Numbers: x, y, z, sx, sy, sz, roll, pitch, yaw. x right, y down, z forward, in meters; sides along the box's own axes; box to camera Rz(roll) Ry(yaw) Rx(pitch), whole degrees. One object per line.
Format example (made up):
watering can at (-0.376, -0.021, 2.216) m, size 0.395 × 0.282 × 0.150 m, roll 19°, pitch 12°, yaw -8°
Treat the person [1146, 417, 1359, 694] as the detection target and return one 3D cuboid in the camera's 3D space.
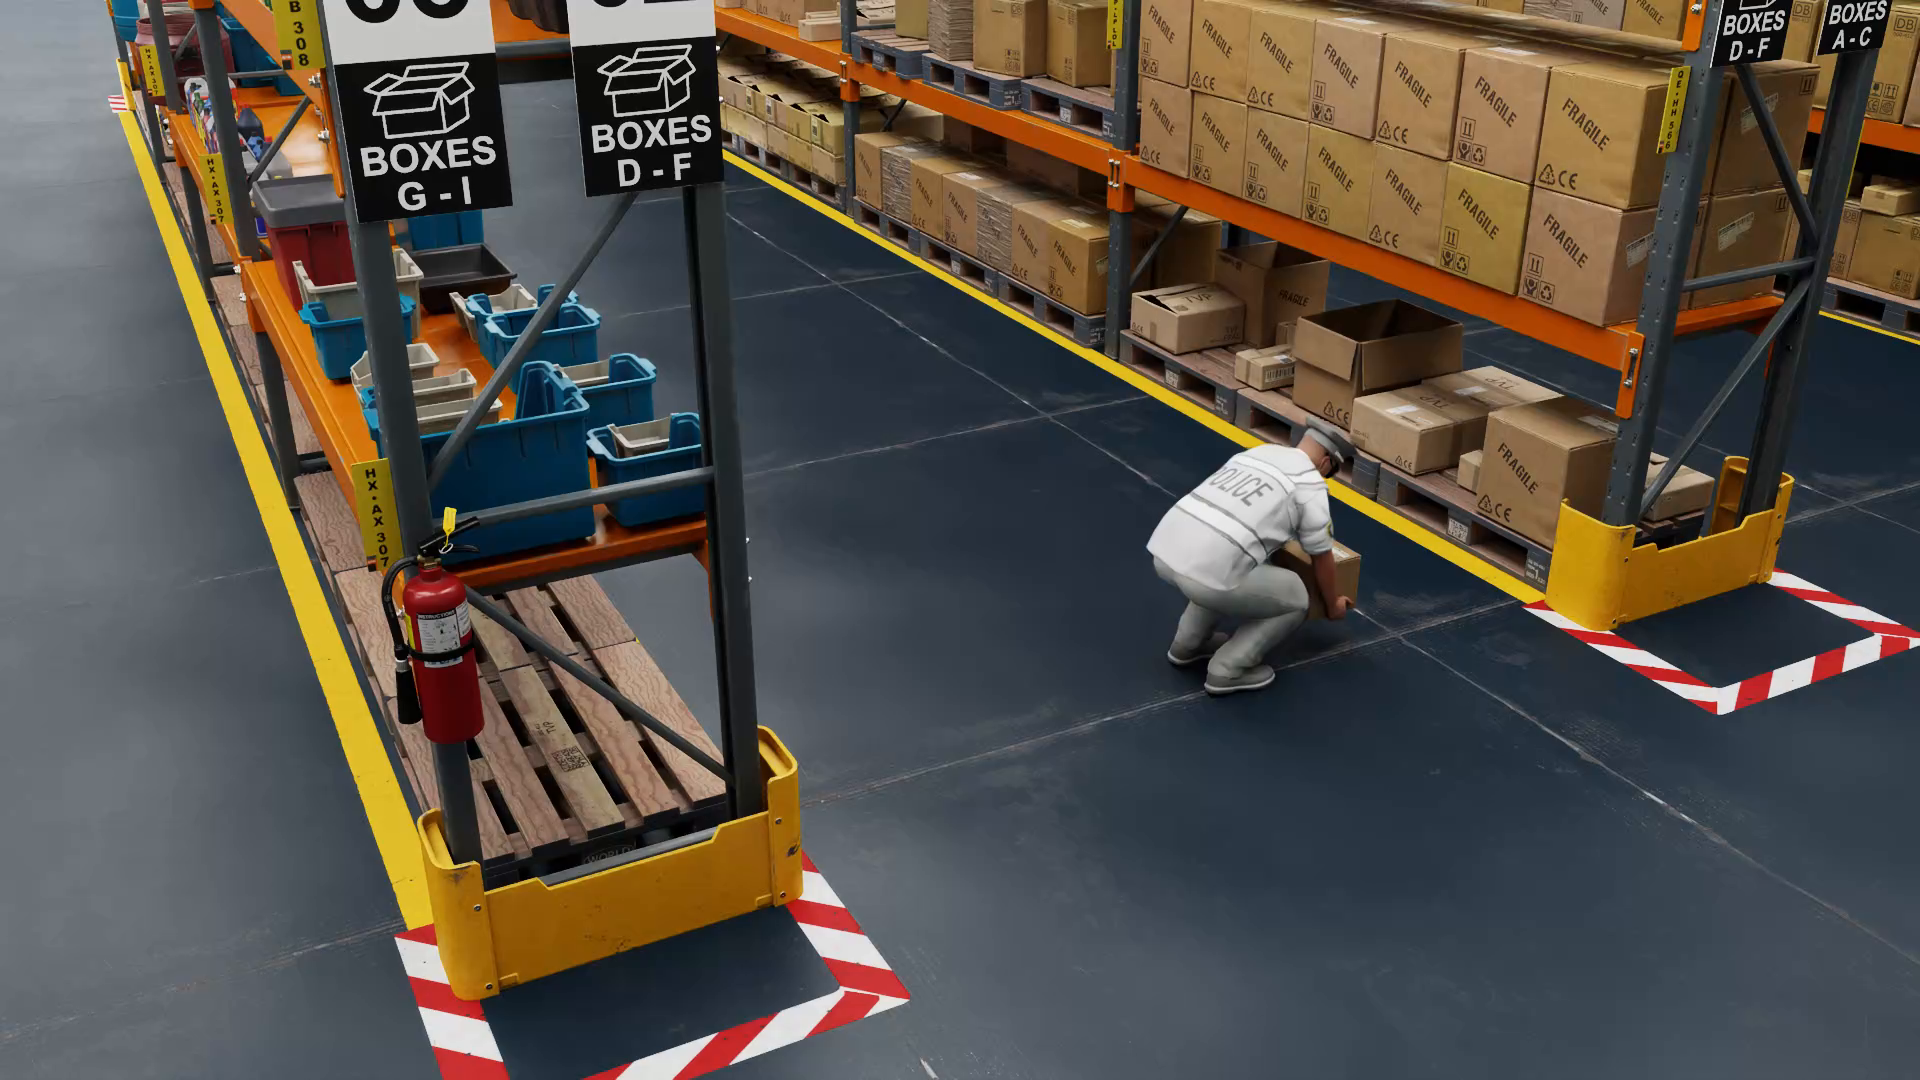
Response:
person at (1.221, 0.056, 6.843) m, size 0.968 × 1.027 × 0.532 m, roll -14°, pitch 29°, yaw -26°
